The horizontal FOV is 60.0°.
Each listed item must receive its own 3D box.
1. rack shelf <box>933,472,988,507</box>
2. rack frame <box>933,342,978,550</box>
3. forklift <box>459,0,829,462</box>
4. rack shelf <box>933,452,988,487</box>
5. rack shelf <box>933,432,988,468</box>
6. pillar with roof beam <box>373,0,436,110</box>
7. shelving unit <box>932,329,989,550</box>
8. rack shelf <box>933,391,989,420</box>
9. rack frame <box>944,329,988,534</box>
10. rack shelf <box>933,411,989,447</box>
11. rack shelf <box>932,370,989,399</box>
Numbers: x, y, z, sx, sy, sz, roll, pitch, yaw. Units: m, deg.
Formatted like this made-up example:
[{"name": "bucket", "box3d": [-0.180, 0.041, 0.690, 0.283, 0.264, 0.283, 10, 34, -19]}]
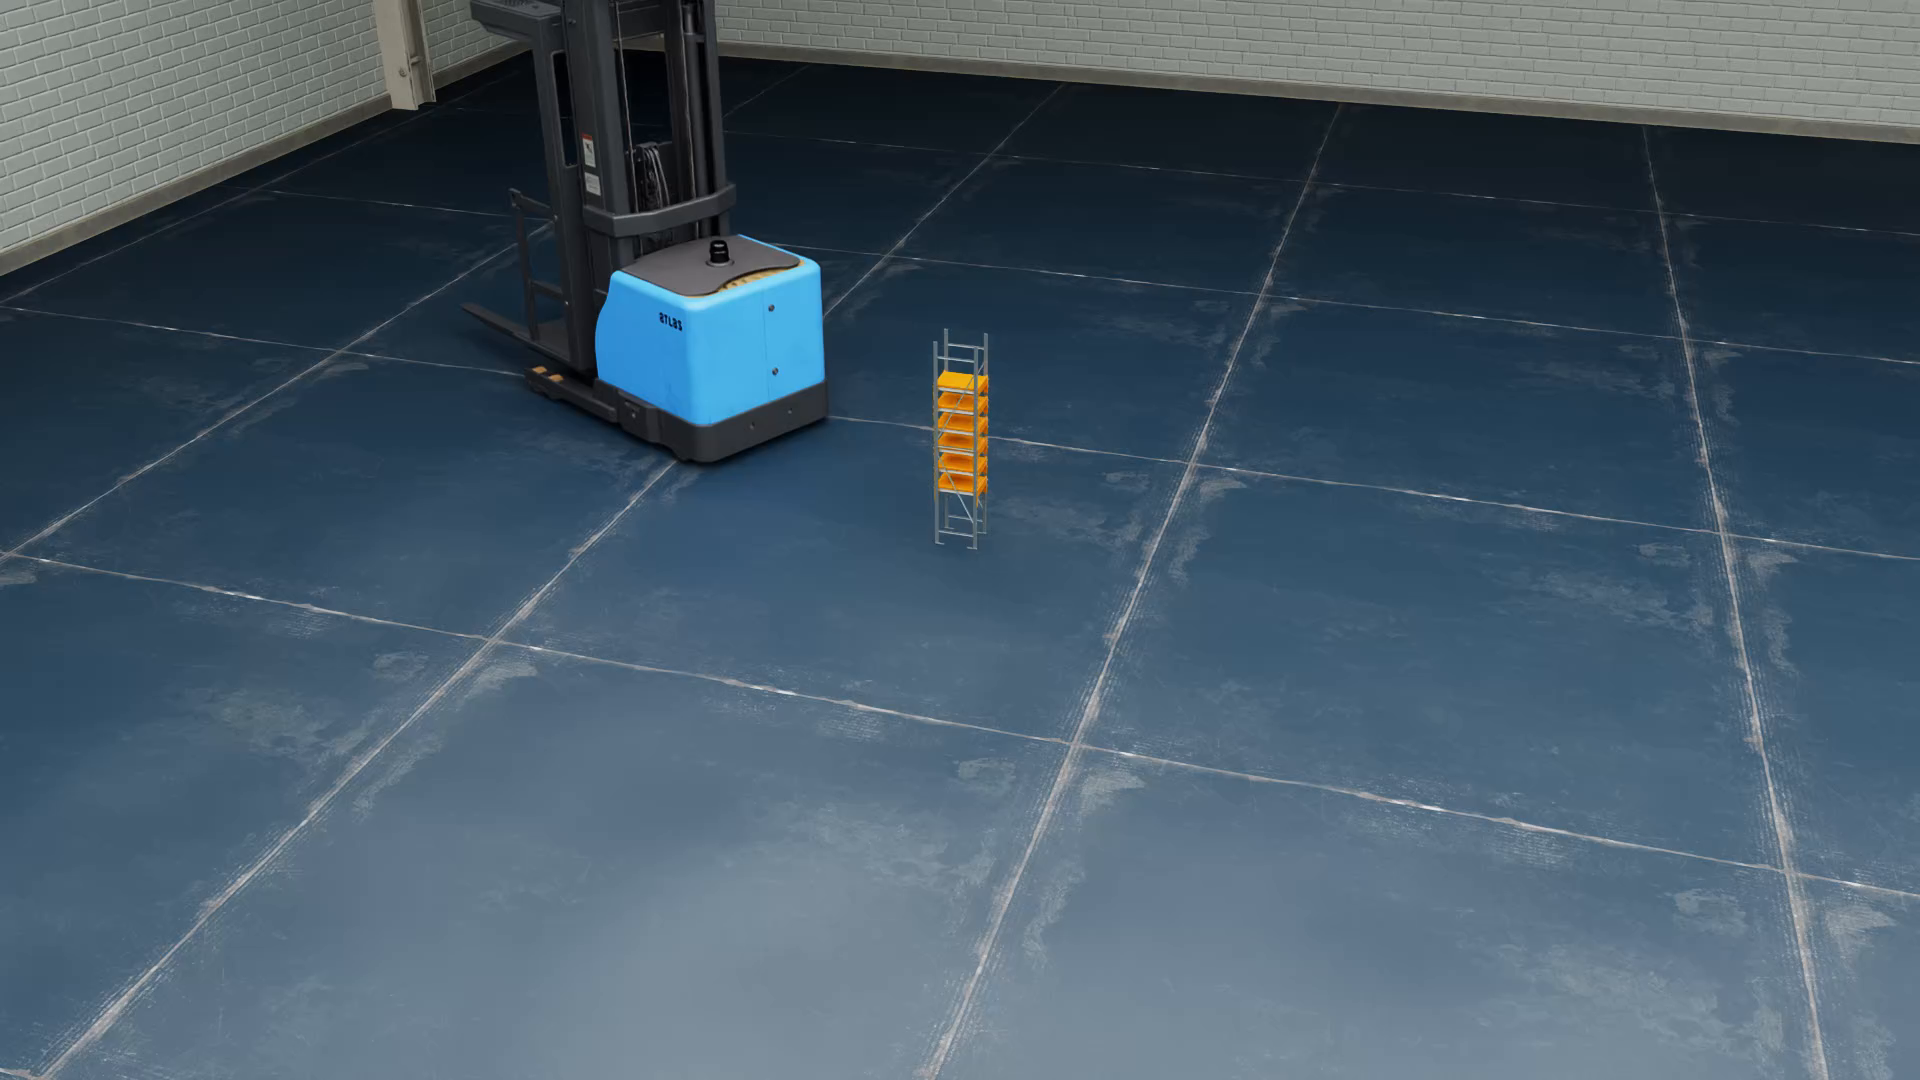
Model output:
[{"name": "rack shelf", "box3d": [0.004, -0.282, 9.109, 0.258, 0.103, 0.180, 8, 30, 15]}, {"name": "rack frame", "box3d": [-0.023, -0.489, 8.894, 0.240, 1.200, 0.006, 8, 30, 15]}, {"name": "forklift", "box3d": [-2.238, -2.357, 10.471, 3.031, 2.935, 1.130, 25, 38, 38]}, {"name": "rack shelf", "box3d": [0.004, -0.387, 9.050, 0.258, 0.103, 0.180, 8, 30, 15]}, {"name": "rack shelf", "box3d": [0.004, -0.492, 8.992, 0.258, 0.103, 0.180, 8, 30, 15]}, {"name": "pillar with roof beam", "box3d": [-1.632, -7.899, 14.192, 9.100, 9.000, 0.400, 8, 30, 15]}, {"name": "shelving unit", "box3d": [0.004, -0.531, 8.970, 0.258, 1.200, 0.189, 8, 30, 15]}, {"name": "rack shelf", "box3d": [0.004, -0.702, 8.875, 0.258, 0.103, 0.180, 8, 30, 15]}, {"name": "rack frame", "box3d": [0.031, -0.574, 9.047, 0.240, 1.200, 0.006, 8, 30, 15]}, {"name": "rack shelf", "box3d": [0.004, -0.597, 8.934, 0.258, 0.103, 0.180, 8, 30, 15]}, {"name": "rack shelf", "box3d": [0.004, -0.807, 8.817, 0.258, 0.103, 0.180, 8, 30, 15]}]
